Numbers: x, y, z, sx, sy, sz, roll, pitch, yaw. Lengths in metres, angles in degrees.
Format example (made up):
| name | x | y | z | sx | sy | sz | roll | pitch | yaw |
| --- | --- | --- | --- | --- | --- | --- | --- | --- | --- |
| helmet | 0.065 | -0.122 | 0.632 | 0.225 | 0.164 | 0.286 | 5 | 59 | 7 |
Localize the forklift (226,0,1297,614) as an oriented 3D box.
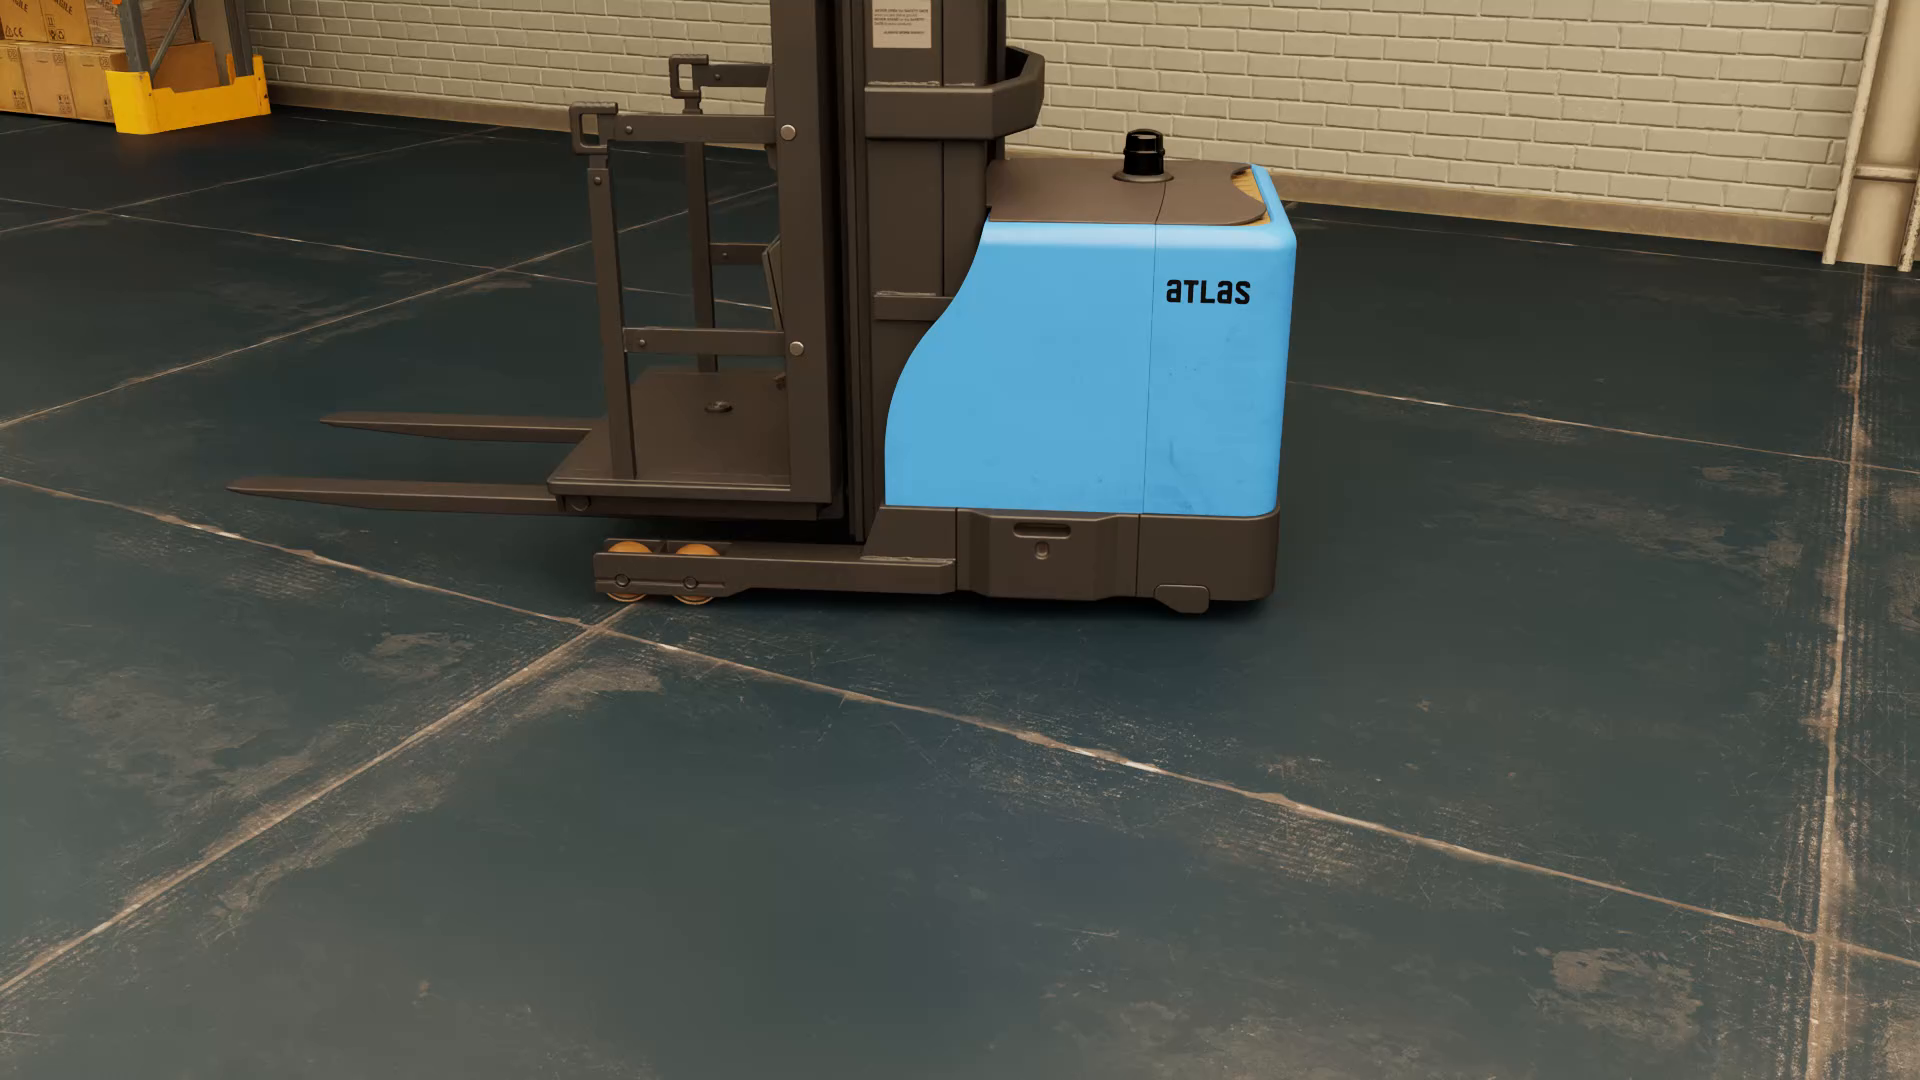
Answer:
| name | x | y | z | sx | sy | sz | roll | pitch | yaw |
| --- | --- | --- | --- | --- | --- | --- | --- | --- | --- |
| forklift | -0.606 | -1.371 | 4.546 | 3.031 | 2.935 | 1.130 | 2 | 23 | 5 |
